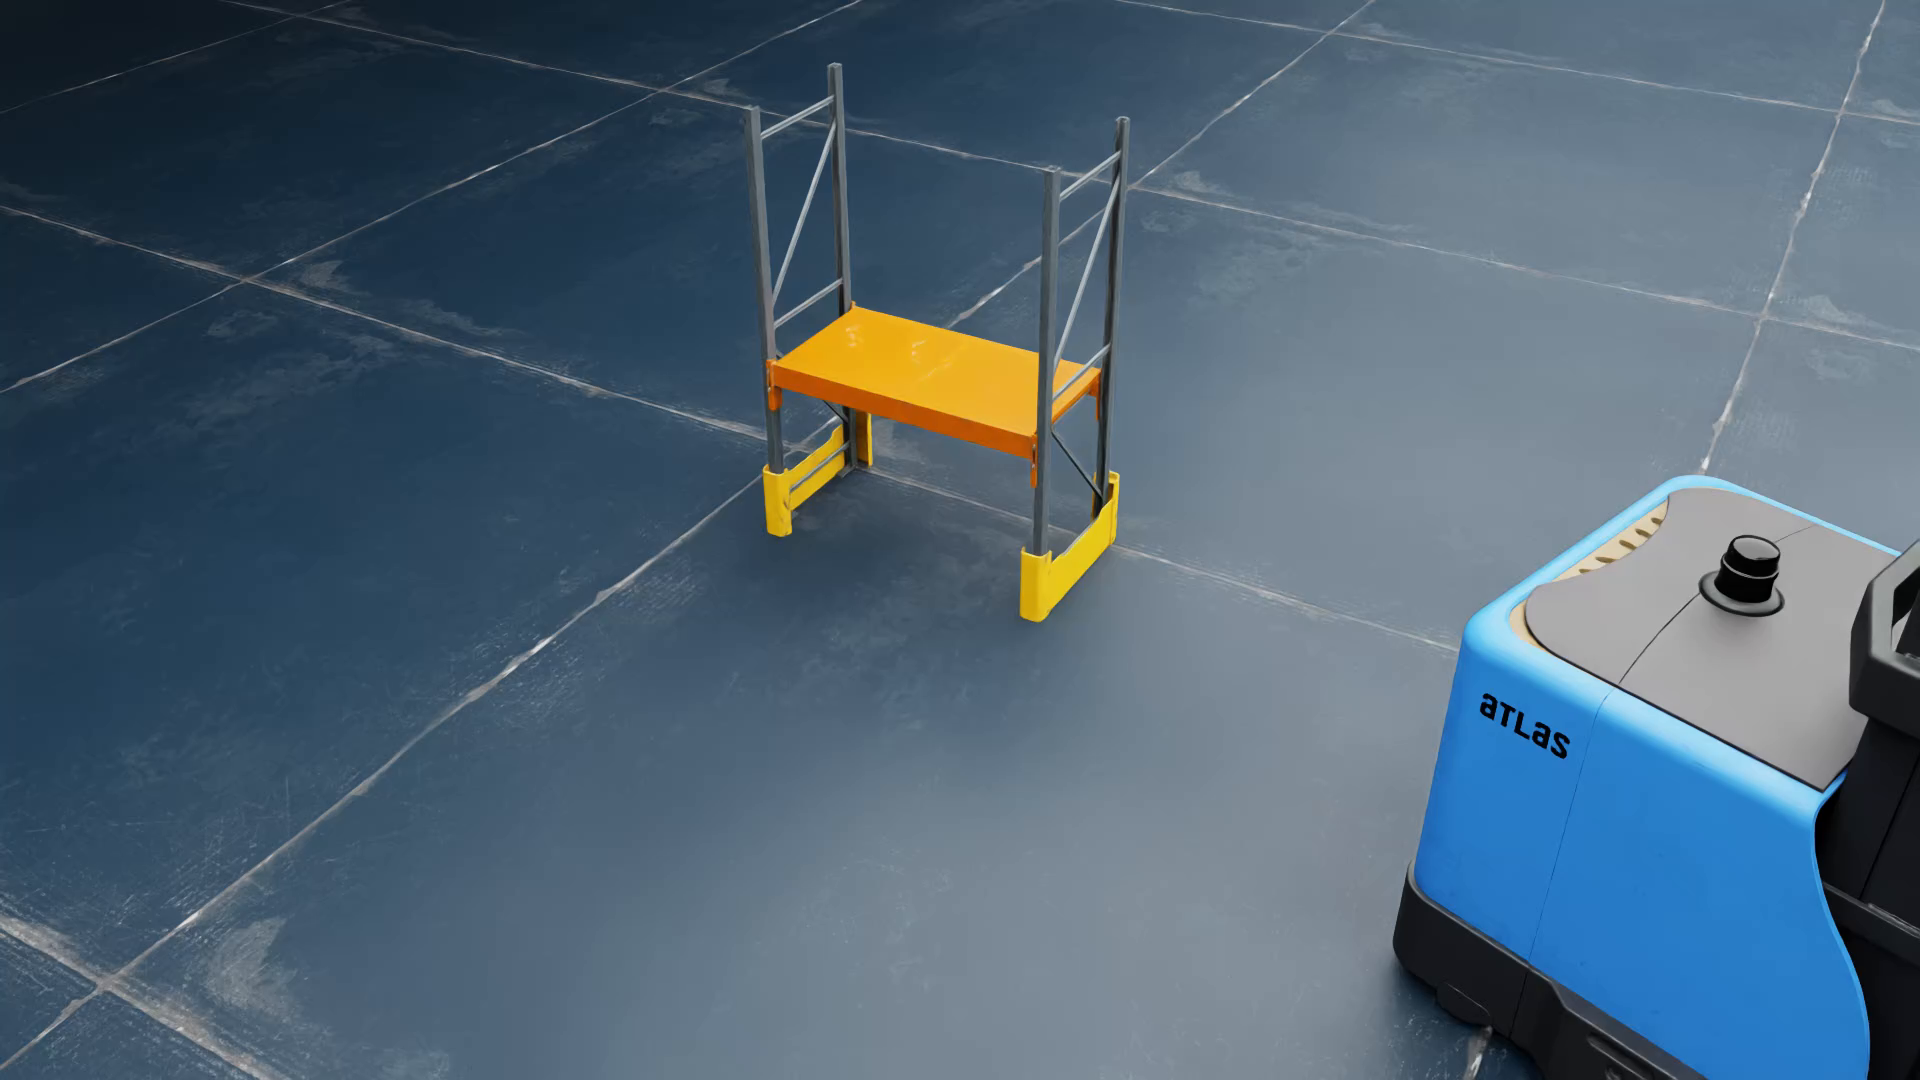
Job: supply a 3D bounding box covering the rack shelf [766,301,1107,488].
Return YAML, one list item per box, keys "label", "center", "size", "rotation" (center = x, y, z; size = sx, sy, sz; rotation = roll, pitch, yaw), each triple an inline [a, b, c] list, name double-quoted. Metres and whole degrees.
- label: "rack shelf"
  center: [-0.074, -0.498, 5.469]
  size: [1.000, 0.185, 0.538]
  rotation: [18, 37, 24]

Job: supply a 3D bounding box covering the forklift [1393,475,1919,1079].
- label: "forklift"
  center: [2.428, 0.276, 2.691]
  size: [1.130, 2.935, 3.031]
  rotation: [-27, 42, -34]

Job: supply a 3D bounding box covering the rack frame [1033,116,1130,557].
- label: "rack frame"
  center: [0.367, -0.508, 5.160]
  size: [0.032, 1.500, 0.500]
  rotation: [18, 37, 24]

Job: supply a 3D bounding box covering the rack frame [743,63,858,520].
- label: "rack frame"
  center: [-0.515, -0.788, 5.579]
  size: [0.032, 1.500, 0.500]
  rotation: [18, 37, 24]

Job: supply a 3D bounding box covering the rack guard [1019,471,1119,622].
- label: "rack guard"
  center: [0.366, 0.012, 5.507]
  size: [0.087, 0.250, 0.587]
  rotation: [18, 37, 24]

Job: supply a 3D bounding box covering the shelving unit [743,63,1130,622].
- label: "shelving unit"
  center: [-0.066, -0.645, 5.366]
  size: [1.083, 1.500, 0.587]
  rotation: [18, 37, 24]

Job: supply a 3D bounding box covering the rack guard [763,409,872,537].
- label: "rack guard"
  center: [-0.499, -0.262, 5.918]
  size: [0.087, 0.250, 0.587]
  rotation: [18, 37, 24]
